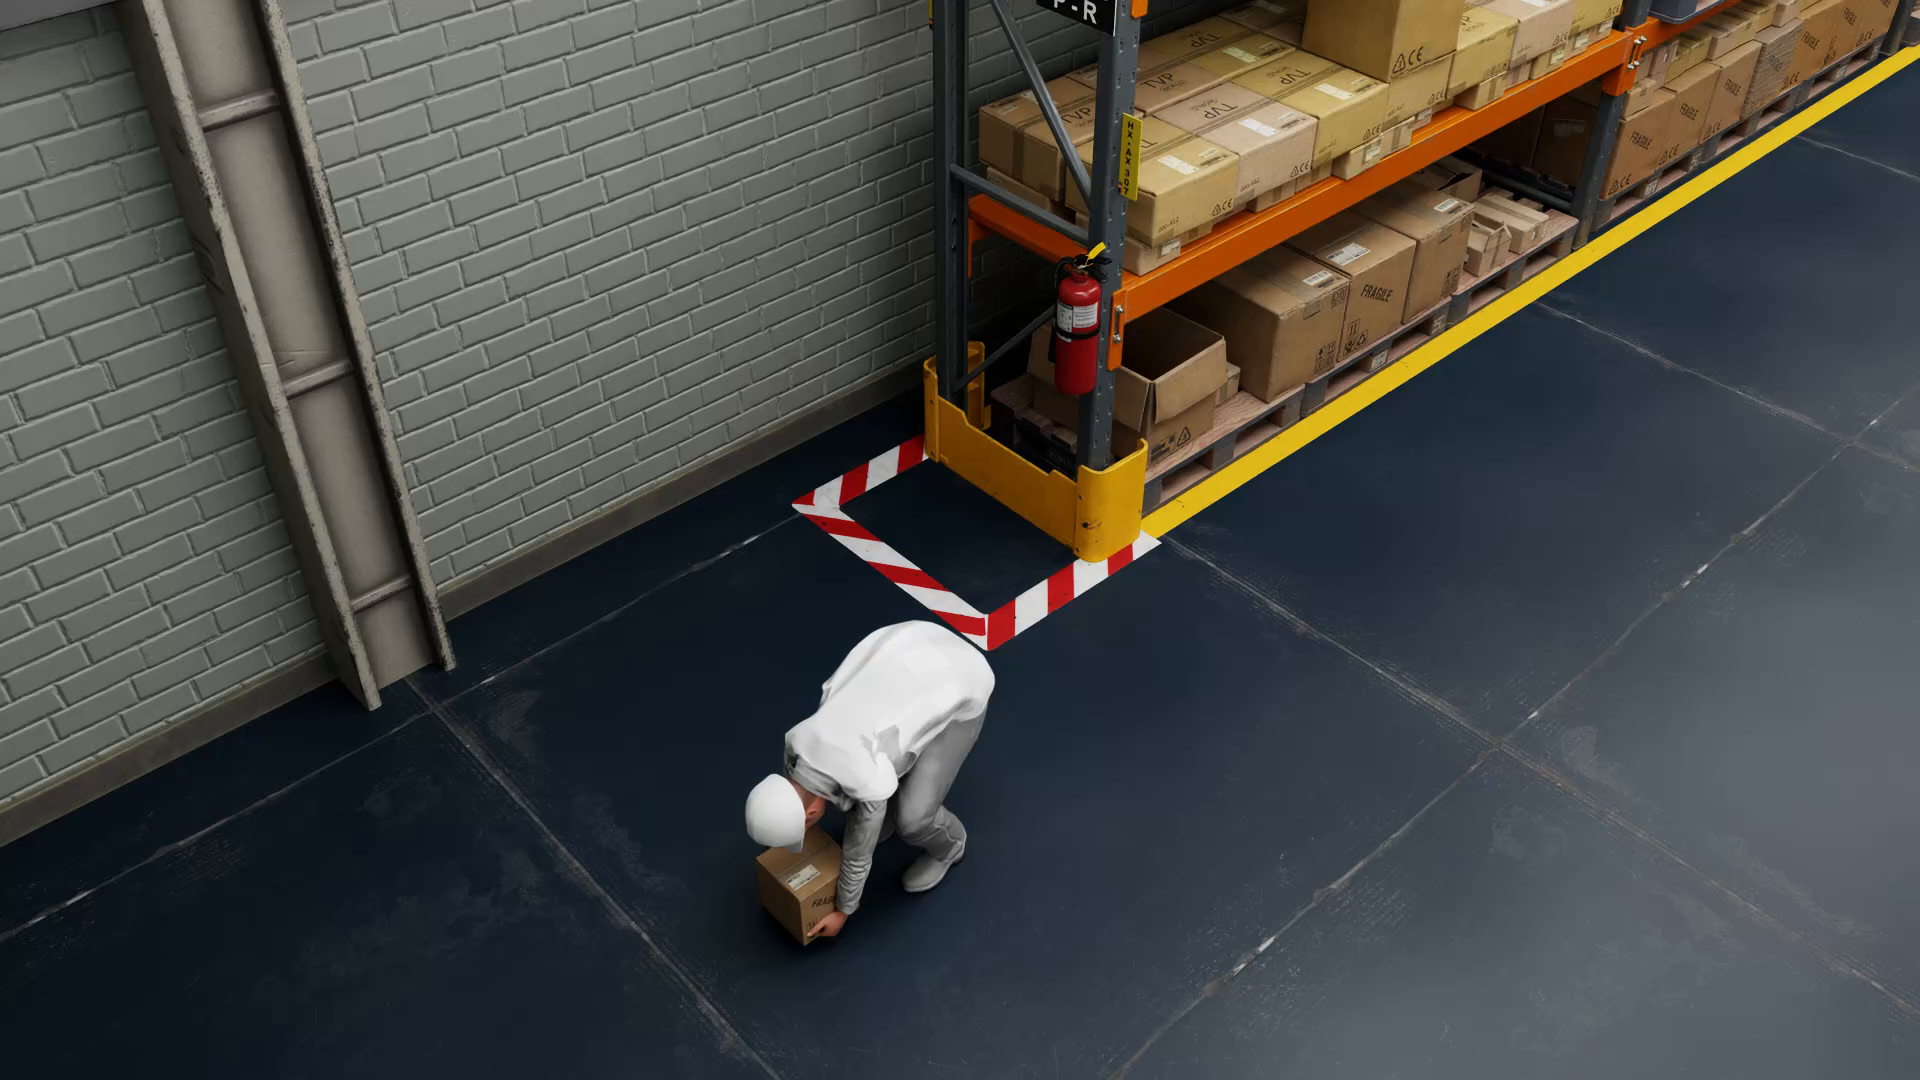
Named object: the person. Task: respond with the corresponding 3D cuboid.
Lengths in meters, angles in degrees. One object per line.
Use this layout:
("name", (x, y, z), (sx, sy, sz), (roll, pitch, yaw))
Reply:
("person", (-0.320, 0.845, 5.728), (0.508, 0.987, 0.997), (32, 49, 33))
